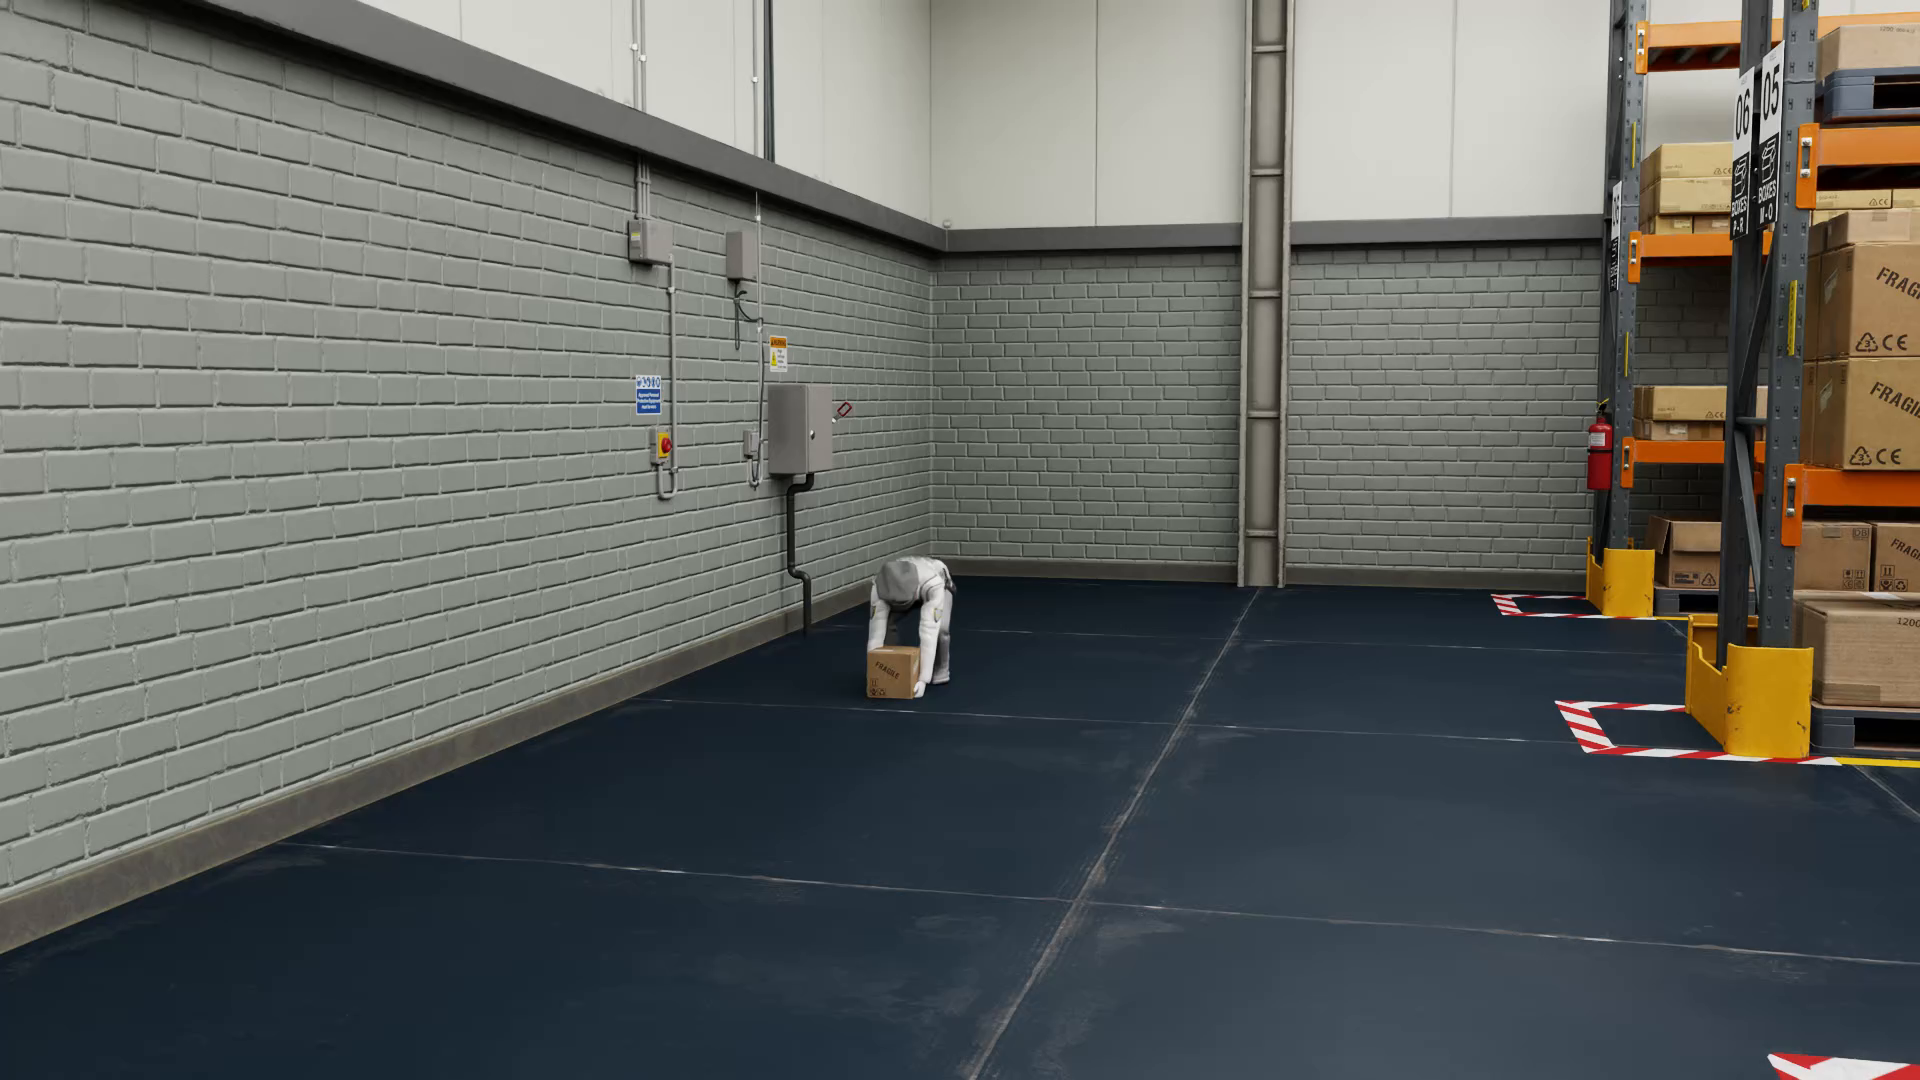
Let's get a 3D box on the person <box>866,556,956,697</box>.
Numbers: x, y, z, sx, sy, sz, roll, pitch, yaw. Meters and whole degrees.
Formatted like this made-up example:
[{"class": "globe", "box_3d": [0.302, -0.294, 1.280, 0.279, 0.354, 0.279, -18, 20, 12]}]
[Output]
[{"class": "person", "box_3d": [-0.273, 0.461, 9.363, 0.448, 0.762, 0.915, 1, 5, 12]}]
